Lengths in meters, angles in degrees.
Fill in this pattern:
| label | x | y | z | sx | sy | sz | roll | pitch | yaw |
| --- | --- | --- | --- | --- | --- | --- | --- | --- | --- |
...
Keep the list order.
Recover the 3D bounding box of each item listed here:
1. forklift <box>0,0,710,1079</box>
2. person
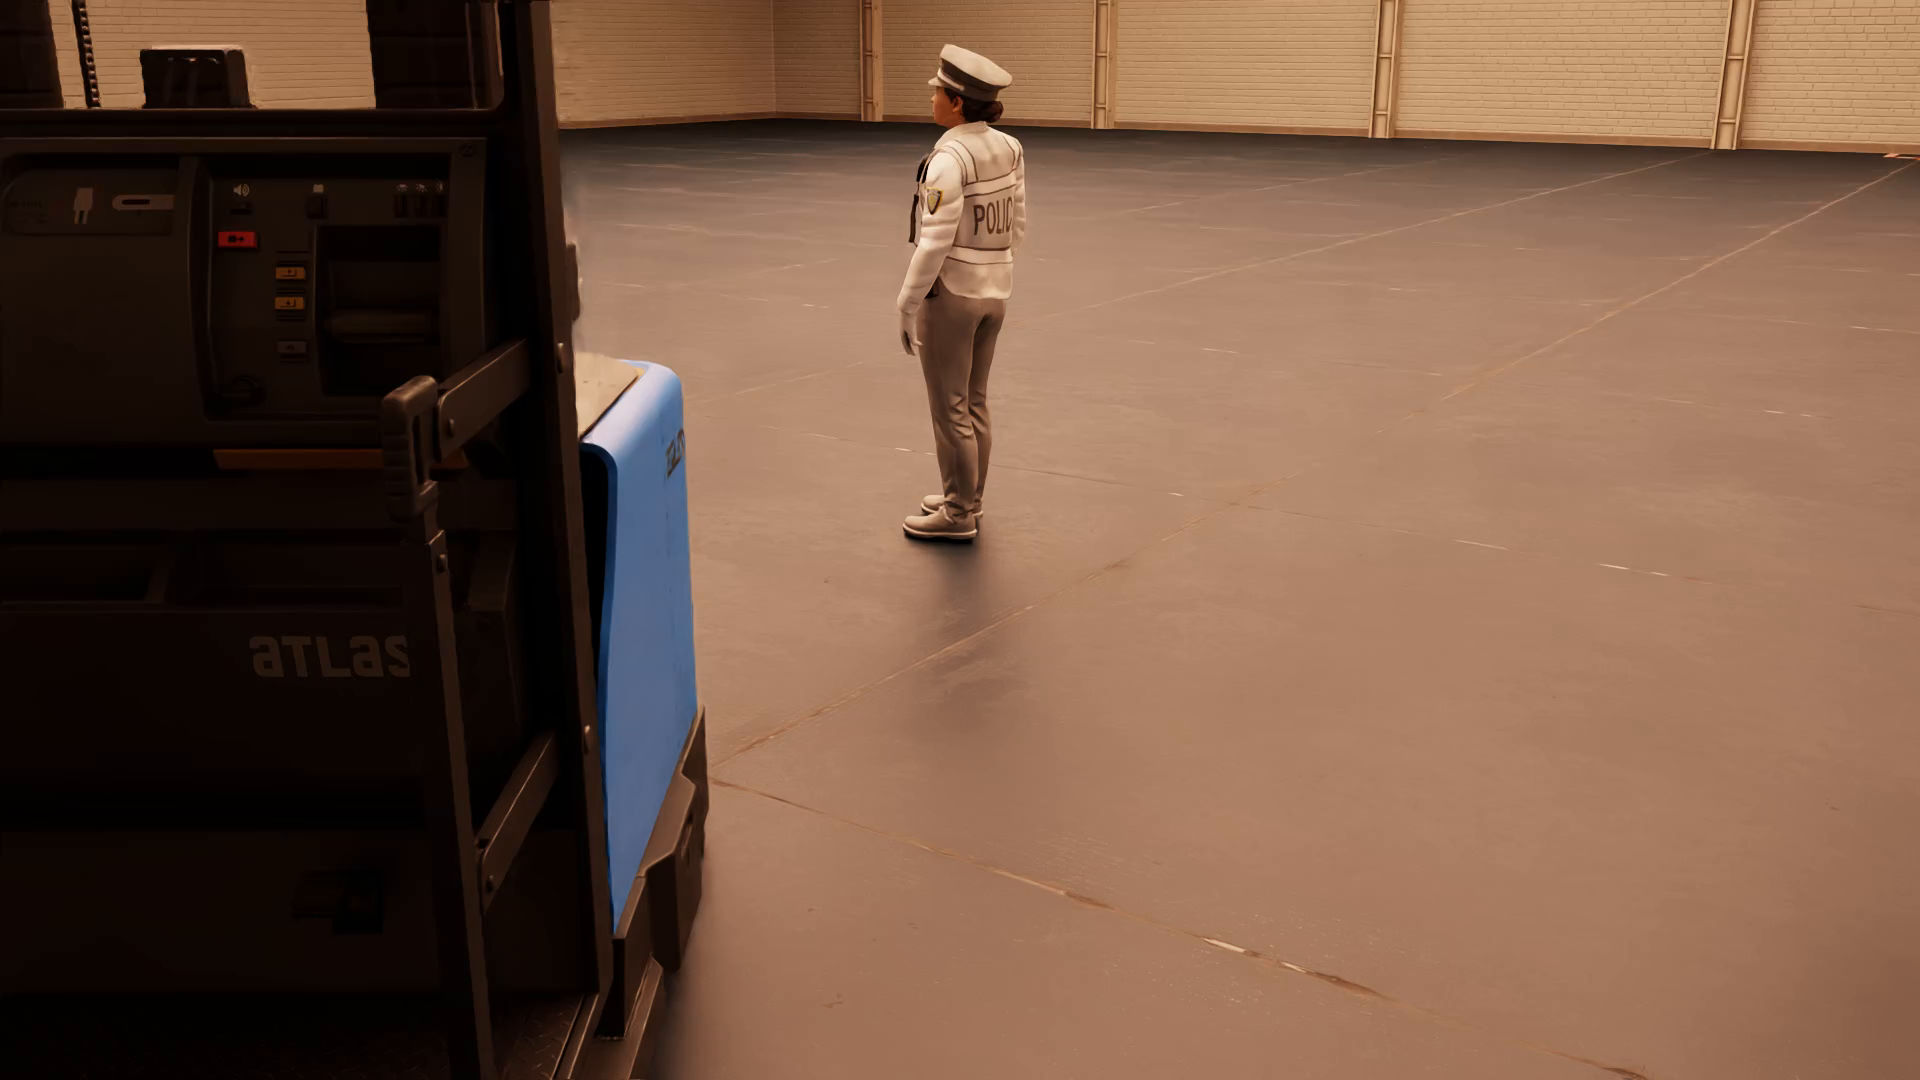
| label | x | y | z | sx | sy | sz | roll | pitch | yaw |
| --- | --- | --- | --- | --- | --- | --- | --- | --- | --- |
| forklift | -1.071 | -0.332 | 1.942 | 1.130 | 2.935 | 3.031 | 0 | 17 | 0 |
| person | -0.053 | -0.832 | 5.747 | 0.530 | 1.694 | 0.586 | 11 | 20 | 33 |
